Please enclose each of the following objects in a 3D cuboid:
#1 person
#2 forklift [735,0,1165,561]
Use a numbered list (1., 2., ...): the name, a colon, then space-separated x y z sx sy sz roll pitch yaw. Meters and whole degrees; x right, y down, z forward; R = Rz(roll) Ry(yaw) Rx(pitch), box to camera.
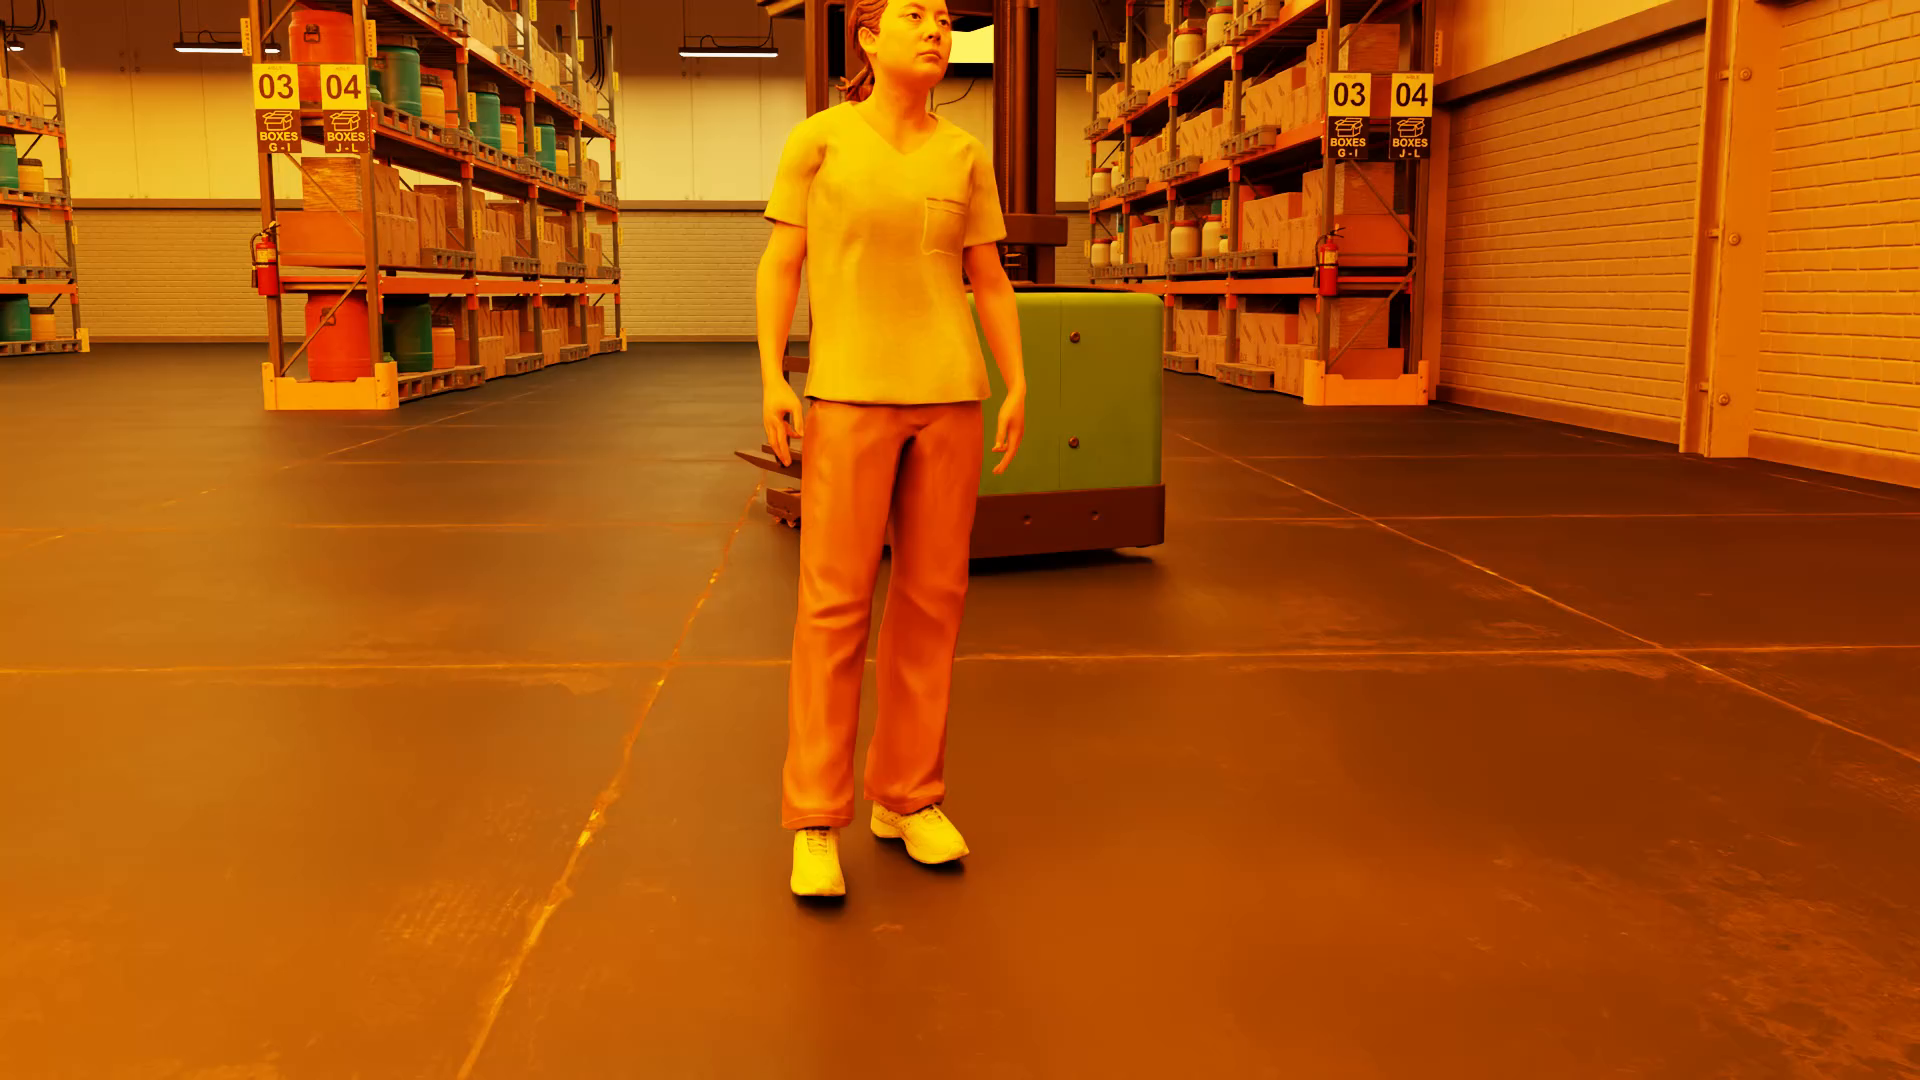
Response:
1. person: -0.106 -0.231 3.114 0.554 1.676 0.550 -3 9 -20
2. forklift: -0.264 -1.530 7.637 1.130 2.935 3.031 -4 9 -25
